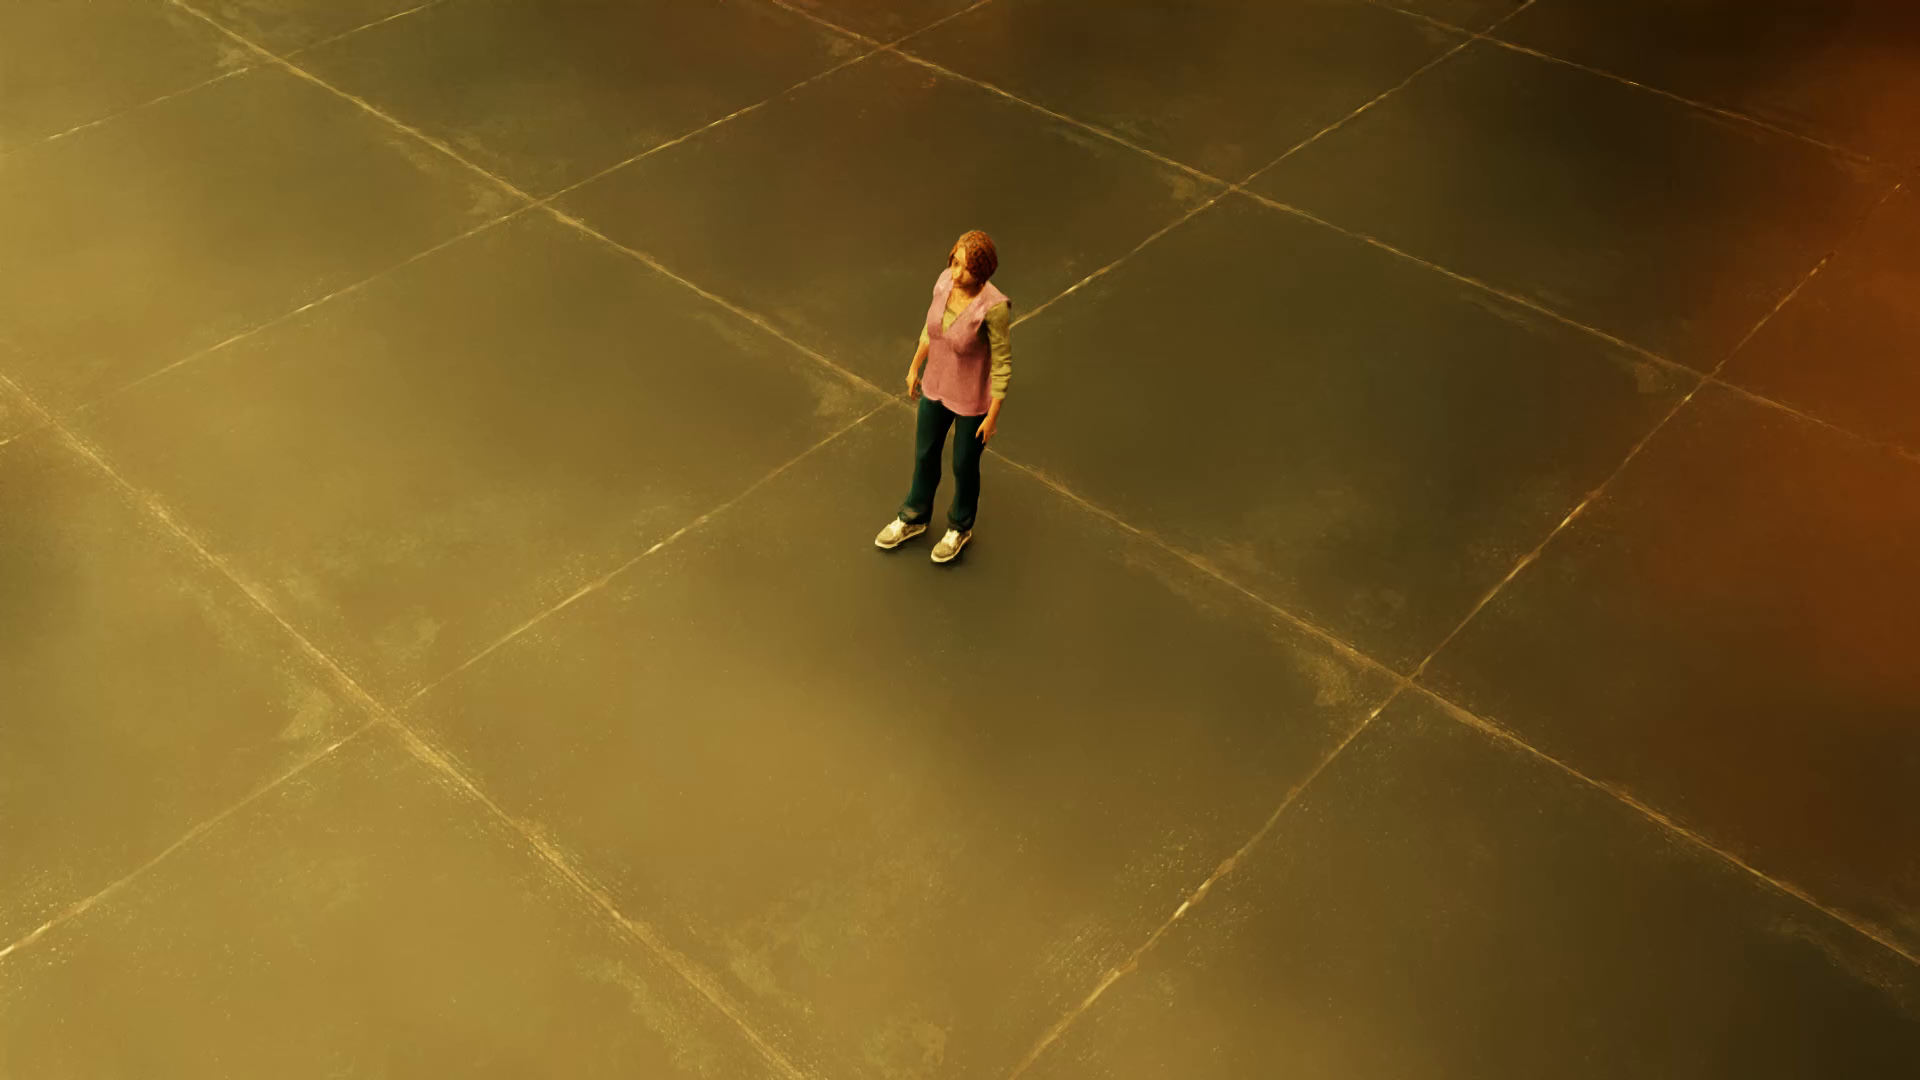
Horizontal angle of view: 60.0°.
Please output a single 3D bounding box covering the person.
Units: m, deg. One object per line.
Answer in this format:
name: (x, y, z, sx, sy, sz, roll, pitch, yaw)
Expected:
person: (-0.060, -0.582, 7.120, 0.520, 1.597, 0.474, 31, 49, 31)
